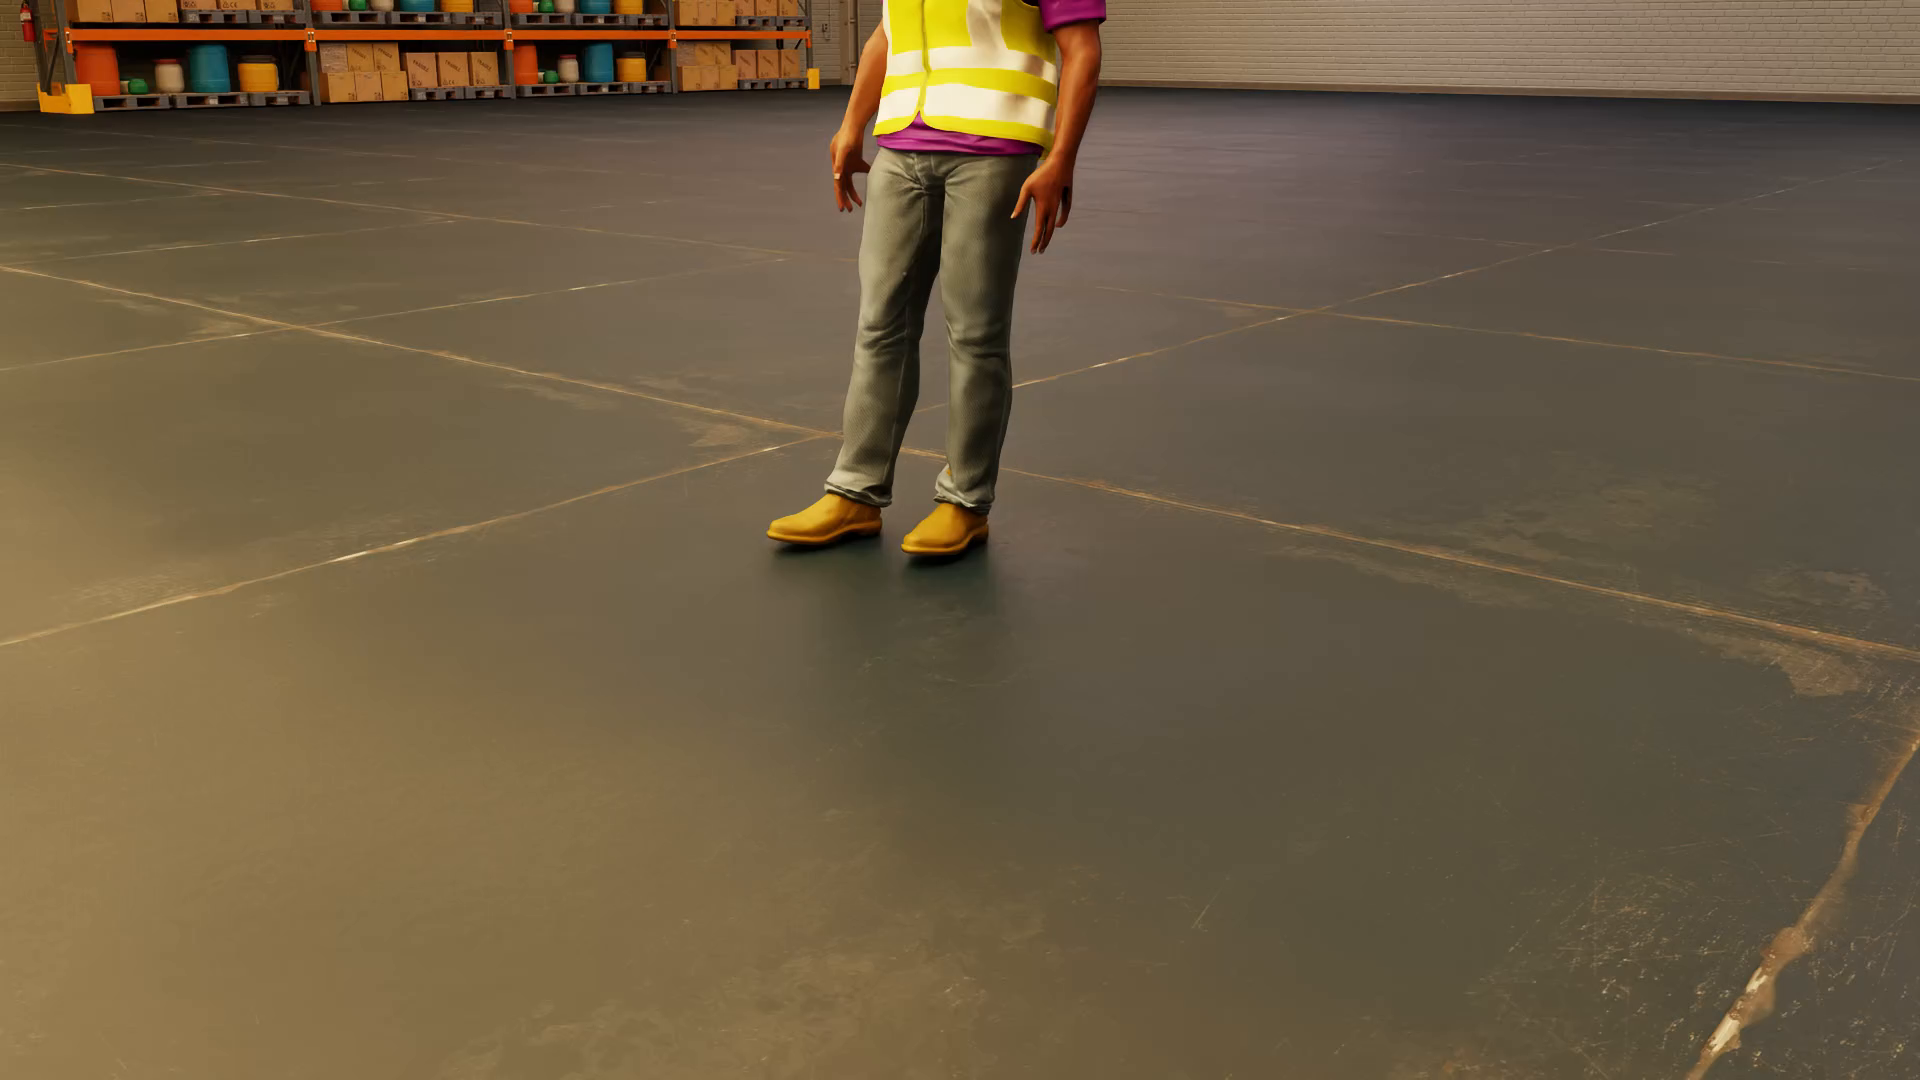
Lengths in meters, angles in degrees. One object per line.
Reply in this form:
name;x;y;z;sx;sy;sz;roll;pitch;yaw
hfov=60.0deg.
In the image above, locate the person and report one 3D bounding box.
person;-0.049;-0.838;3.636;0.665;1.765;0.577;13;21;37
